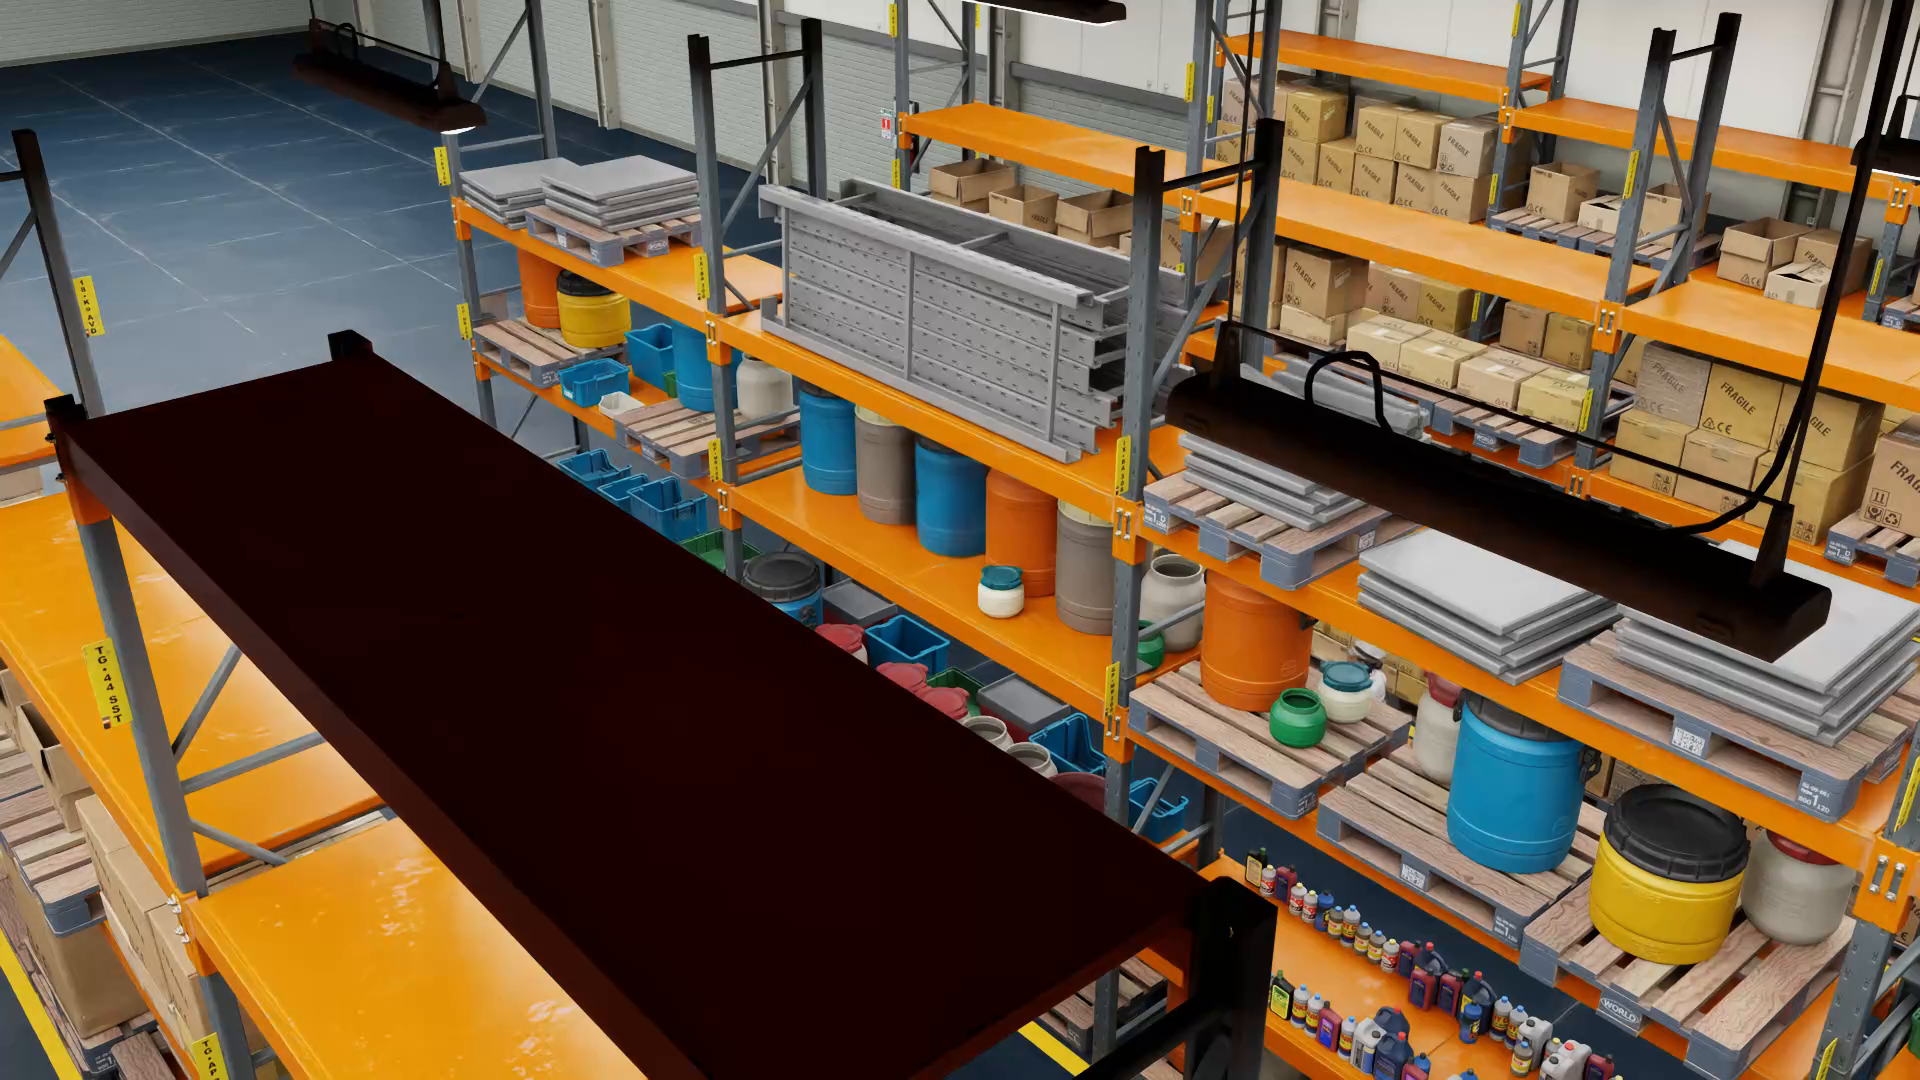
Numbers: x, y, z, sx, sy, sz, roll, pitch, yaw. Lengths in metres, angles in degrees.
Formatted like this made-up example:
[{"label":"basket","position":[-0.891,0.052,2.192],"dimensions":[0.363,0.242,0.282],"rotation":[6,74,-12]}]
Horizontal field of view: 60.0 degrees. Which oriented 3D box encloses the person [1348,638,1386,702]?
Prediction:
[{"label":"person","position":[3.032,1.516,12.432],"dimensions":[0.456,1.658,0.861],"rotation":[-24,35,-39]}]
